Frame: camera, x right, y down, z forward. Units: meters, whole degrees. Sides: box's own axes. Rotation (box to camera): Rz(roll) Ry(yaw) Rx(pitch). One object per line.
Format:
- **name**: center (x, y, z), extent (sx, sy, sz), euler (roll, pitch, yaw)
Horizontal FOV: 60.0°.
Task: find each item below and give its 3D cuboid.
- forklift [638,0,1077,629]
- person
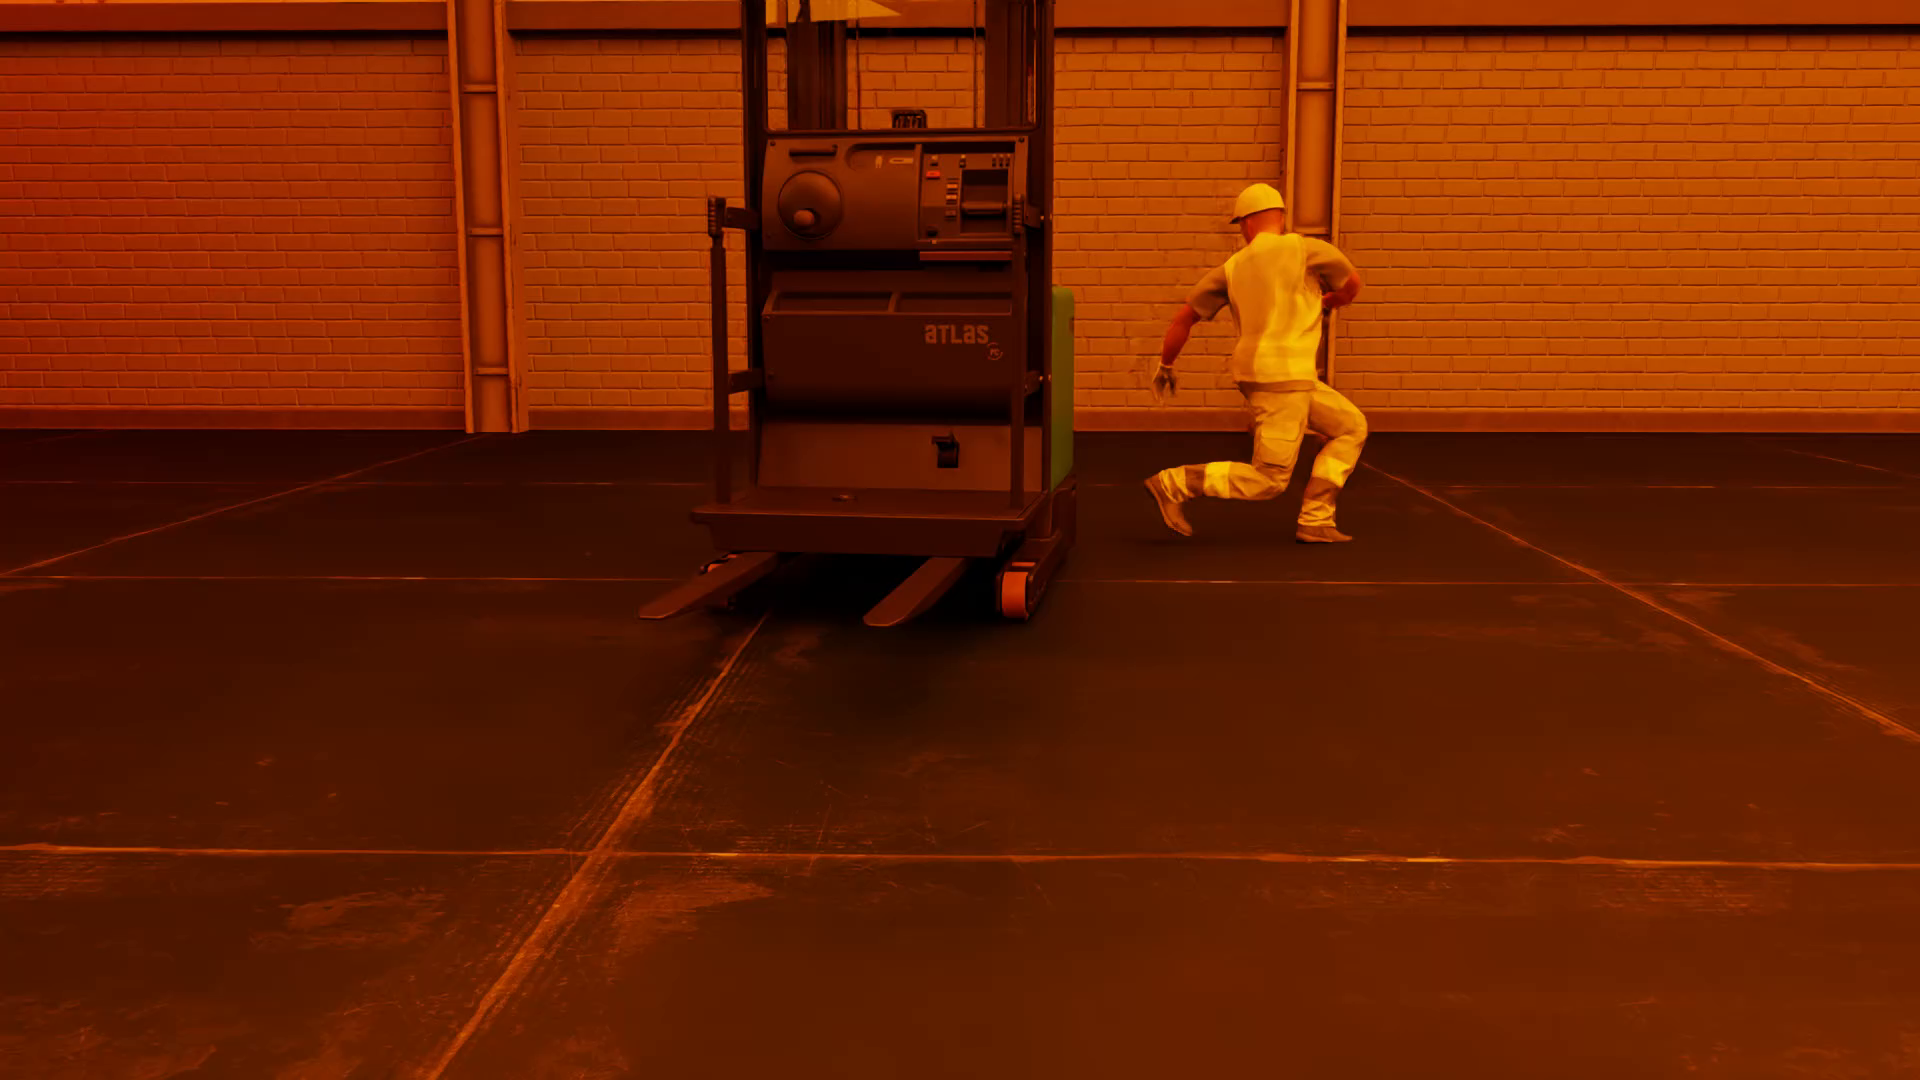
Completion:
- **forklift**: center (-0.260, -1.244, 5.563), extent (1.130, 2.935, 3.031), euler (1, 9, 9)
- **person**: center (1.250, -0.731, 7.051), extent (0.953, 1.540, 0.685), euler (-2, 9, -13)
